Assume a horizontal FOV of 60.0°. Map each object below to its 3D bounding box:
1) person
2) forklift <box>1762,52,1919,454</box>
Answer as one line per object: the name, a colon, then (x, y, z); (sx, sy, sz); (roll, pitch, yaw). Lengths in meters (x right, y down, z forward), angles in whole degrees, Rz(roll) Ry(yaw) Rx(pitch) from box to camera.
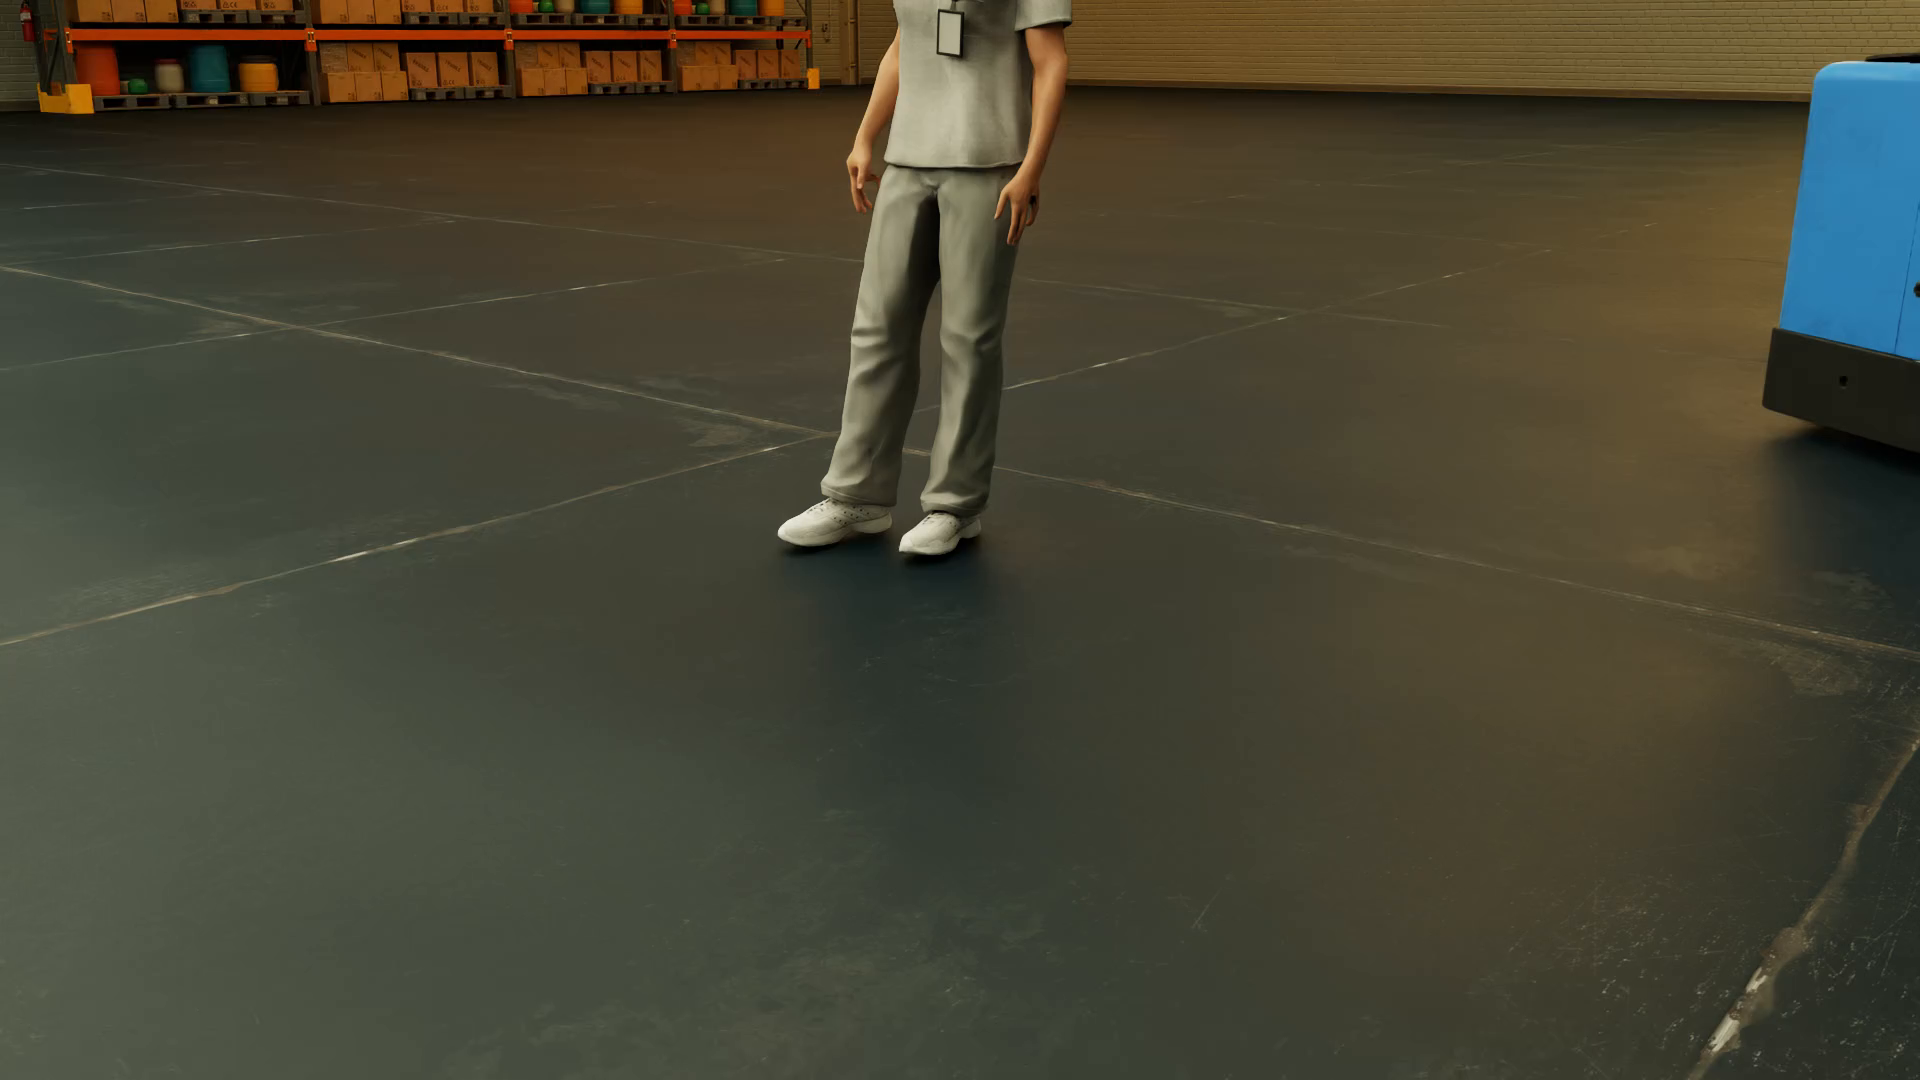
person: (-0.058, -0.790, 3.651); (0.549, 1.663, 0.548); (13, 21, 37)
forklift: (3.995, -1.714, 4.542); (3.031, 2.935, 1.130); (-4, 17, -14)
